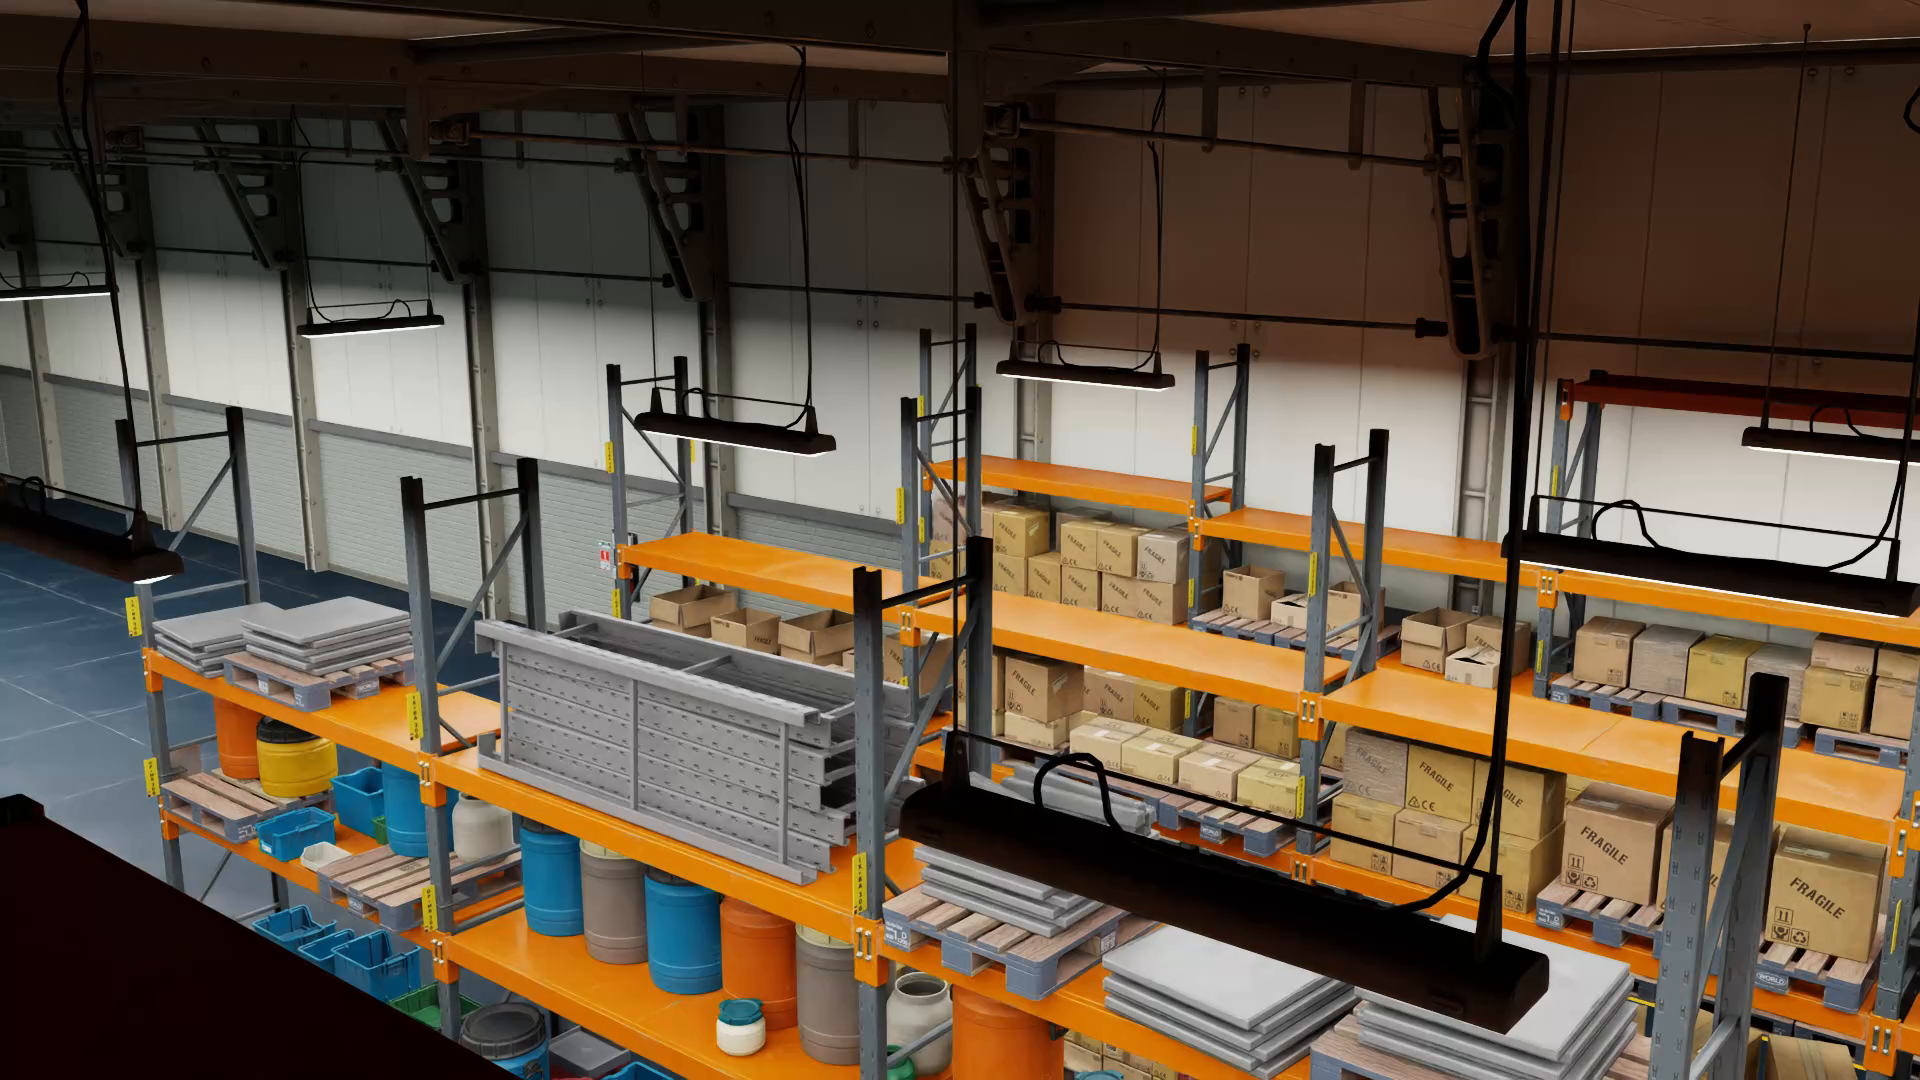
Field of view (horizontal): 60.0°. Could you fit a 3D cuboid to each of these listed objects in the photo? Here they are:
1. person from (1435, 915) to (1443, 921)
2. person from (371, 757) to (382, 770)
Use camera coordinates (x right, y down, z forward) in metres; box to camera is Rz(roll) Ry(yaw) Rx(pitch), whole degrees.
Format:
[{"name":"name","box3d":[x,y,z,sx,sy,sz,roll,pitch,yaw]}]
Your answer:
[{"name":"person","box3d":[4.340,3.975,14.999,0.997,1.572,0.498,9,15,35]},{"name":"person","box3d":[-6.661,2.887,19.444,0.976,1.751,0.605,4,13,18]}]
